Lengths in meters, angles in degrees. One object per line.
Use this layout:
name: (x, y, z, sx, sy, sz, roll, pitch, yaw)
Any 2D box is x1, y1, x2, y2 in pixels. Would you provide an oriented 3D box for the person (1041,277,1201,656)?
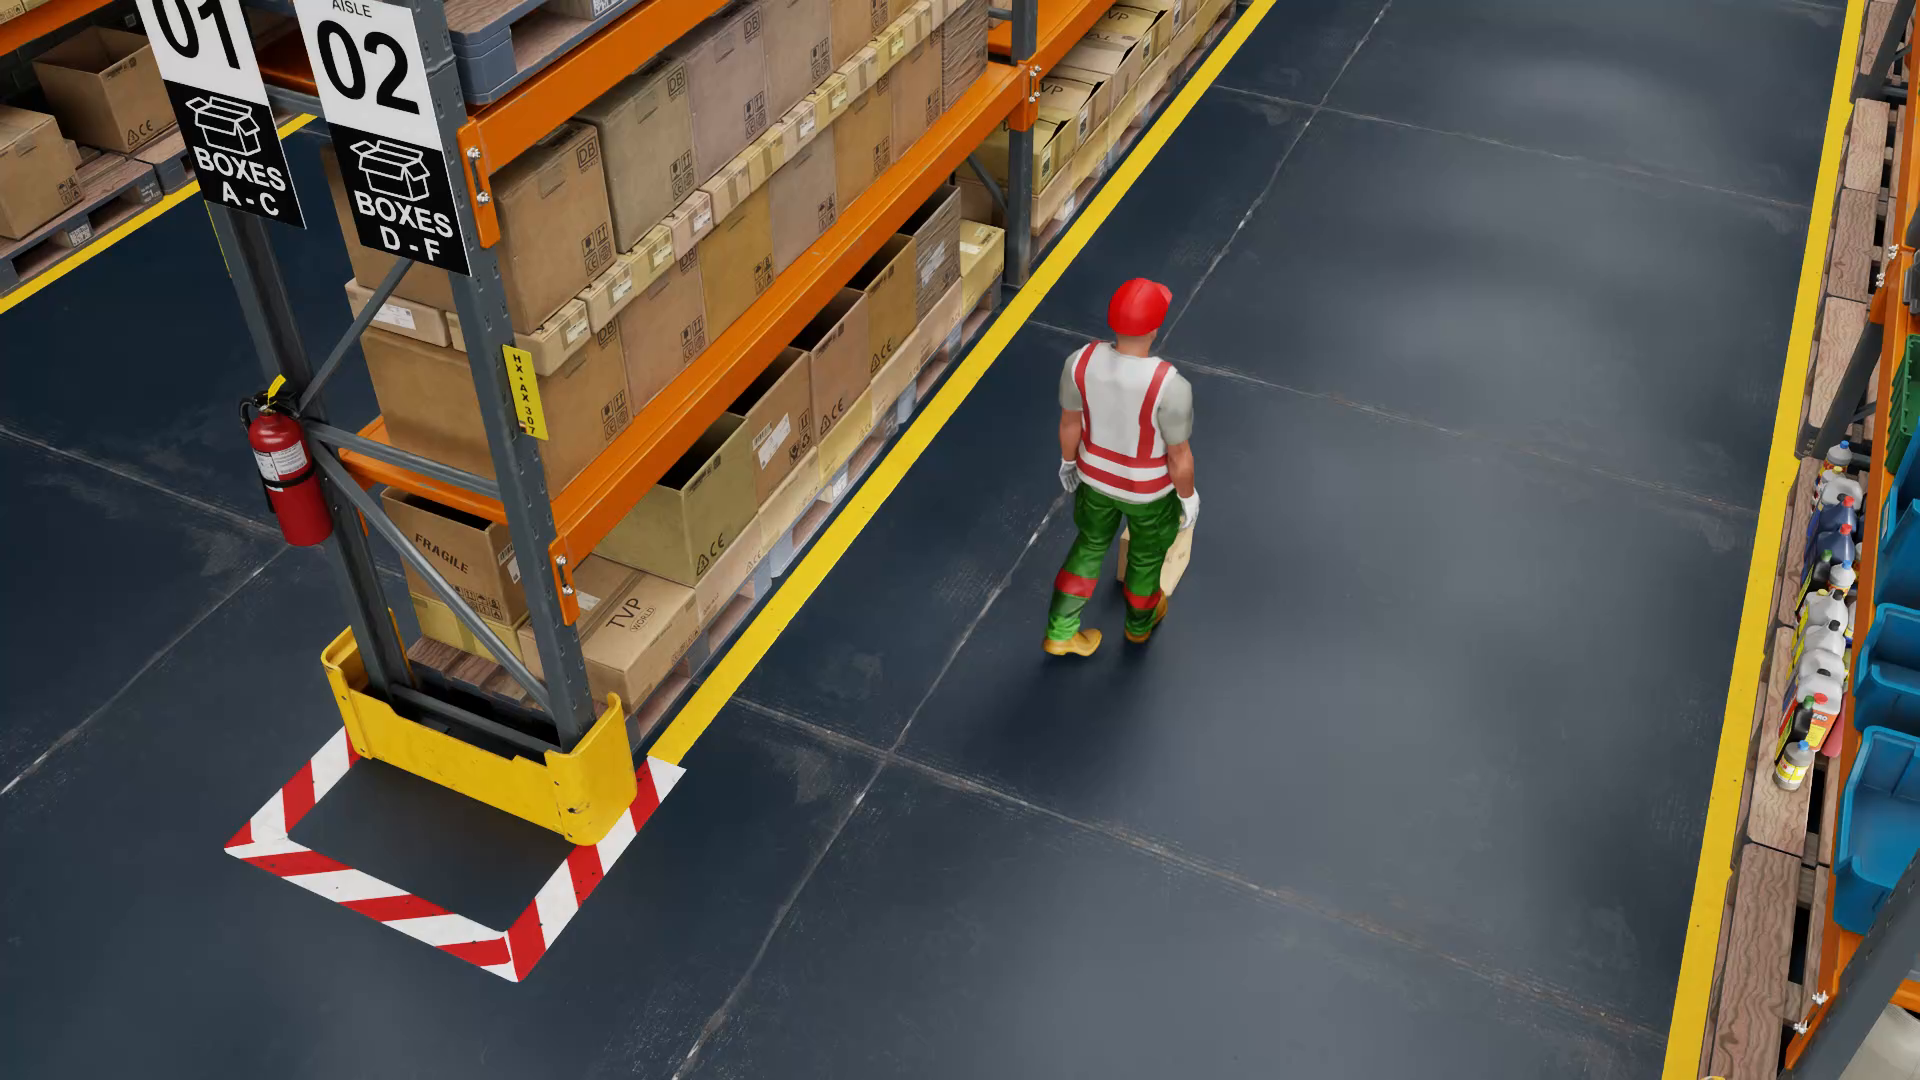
person: (0.667, -0.248, 6.413, 0.575, 1.793, 0.626, 24, 47, 25)
